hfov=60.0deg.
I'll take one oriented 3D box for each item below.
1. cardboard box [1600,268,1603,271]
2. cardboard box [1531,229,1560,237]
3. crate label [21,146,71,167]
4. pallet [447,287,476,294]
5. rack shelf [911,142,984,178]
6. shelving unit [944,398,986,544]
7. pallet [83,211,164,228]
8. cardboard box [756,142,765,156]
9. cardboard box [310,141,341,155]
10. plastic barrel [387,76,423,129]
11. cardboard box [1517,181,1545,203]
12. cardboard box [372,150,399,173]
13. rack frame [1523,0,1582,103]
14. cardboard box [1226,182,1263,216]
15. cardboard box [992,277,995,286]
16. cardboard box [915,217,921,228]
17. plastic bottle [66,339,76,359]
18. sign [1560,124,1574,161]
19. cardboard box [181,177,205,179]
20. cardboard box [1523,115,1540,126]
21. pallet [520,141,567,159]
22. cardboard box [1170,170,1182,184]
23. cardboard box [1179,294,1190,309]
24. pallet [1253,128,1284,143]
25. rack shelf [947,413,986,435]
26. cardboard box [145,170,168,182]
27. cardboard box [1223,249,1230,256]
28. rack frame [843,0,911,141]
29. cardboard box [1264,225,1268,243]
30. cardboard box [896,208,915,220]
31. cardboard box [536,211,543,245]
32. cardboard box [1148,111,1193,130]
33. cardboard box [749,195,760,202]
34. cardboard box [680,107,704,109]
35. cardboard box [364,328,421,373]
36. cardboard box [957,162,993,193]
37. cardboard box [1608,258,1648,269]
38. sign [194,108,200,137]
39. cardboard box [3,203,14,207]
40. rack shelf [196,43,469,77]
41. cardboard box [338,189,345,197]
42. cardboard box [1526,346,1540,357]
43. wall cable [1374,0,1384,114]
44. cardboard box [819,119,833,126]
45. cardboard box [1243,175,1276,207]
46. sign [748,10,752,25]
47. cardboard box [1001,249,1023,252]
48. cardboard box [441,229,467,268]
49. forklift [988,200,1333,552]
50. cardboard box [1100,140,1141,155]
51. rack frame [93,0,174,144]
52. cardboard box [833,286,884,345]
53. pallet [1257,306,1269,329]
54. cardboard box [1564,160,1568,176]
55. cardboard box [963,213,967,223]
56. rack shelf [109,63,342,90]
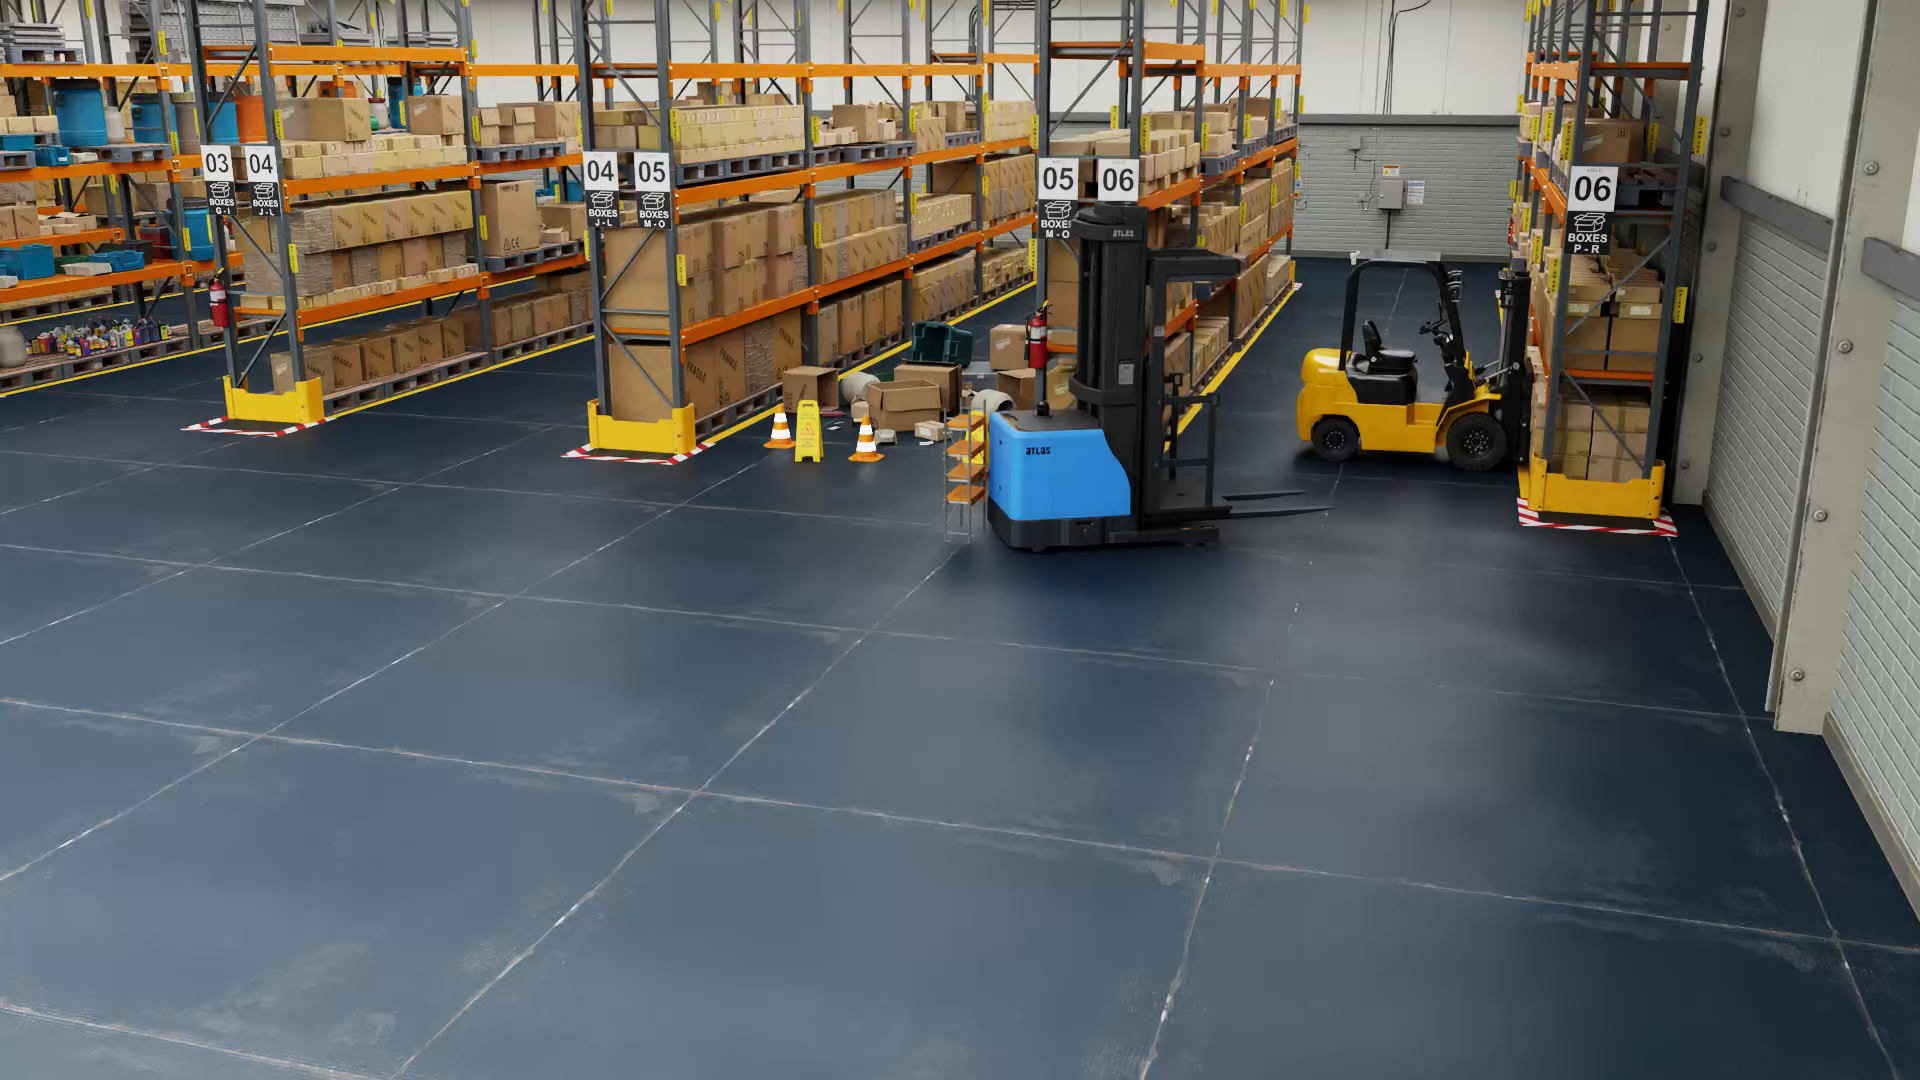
[{"bbox_3d":[7.197,-2.898,18.177,0.380,0.149,0.250,5,17,17],"label":"cardboard box"},{"bbox_3d":[7.927,-4.125,22.502,0.380,0.149,0.250,5,17,18],"label":"cardboard box"},{"bbox_3d":[-12.135,-5.104,22.103,0.502,0.251,0.408,5,16,16],"label":"crate label"},{"bbox_3d":[-9.833,-4.868,31.605,1.003,0.211,1.213,5,16,16],"label":"pallet"},{"bbox_3d":[-0.666,-6.187,26.965,1.077,0.370,4.000,5,16,16],"label":"rack shelf"},{"bbox_3d":[0.047,-0.621,14.818,0.258,1.200,0.503,5,16,16],"label":"shelving unit"},{"bbox_3d":[-15.333,-5.837,30.264,1.213,0.211,1.003,5,16,16],"label":"pallet"},{"bbox_3d":[-2.529,-4.639,19.697,0.380,0.149,0.250,4,16,15],"label":"cardboard box"},{"bbox_3d":[-7.669,-4.703,19.961,0.380,0.149,0.250,5,17,18],"label":"cardboard box"},{"bbox_3d":[-9.912,-7.836,29.774,0.600,0.901,0.708,5,16,16],"label":"plastic barrel"},{"bbox_3d":[9.760,-5.860,28.346,0.500,0.500,0.500,5,17,17],"label":"cardboard box"},{"bbox_3d":[-7.422,-4.763,20.902,0.500,0.250,0.500,5,17,18],"label":"cardboard box"},{"bbox_3d":[10.574,-8.804,29.379,1.000,3.000,0.127,5,16,16],"label":"rack frame"},{"bbox_3d":[4.488,-5.381,26.289,0.500,0.500,0.500,5,17,18],"label":"cardboard box"},{"bbox_3d":[0.434,-4.723,30.438,0.380,0.149,0.250,4,16,15],"label":"cardboard box"},{"bbox_3d":[-0.830,-4.973,26.010,0.380,0.149,0.250,5,17,19],"label":"cardboard box"},{"bbox_3d":[-12.169,-2.618,22.756,0.097,0.271,0.097,0,16,0],"label":"plastic bottle"},{"bbox_3d":[5.510,-3.609,15.081,0.100,0.325,0.005,5,16,16],"label":"sign"},{"bbox_3d":[-14.805,-6.752,32.184,0.700,0.500,0.500,7,17,25],"label":"cardboard box"},{"bbox_3d":[8.811,-6.405,25.378,0.380,0.149,0.250,4,16,15],"label":"cardboard box"},{"bbox_3d":[-6.529,-5.709,24.306,1.213,0.211,1.003,5,16,16],"label":"pallet"},{"bbox_3d":[2.300,-4.110,18.787,0.380,0.149,0.250,5,17,17],"label":"cardboard box"},{"bbox_3d":[2.540,-2.868,19.905,0.380,0.149,0.250,5,17,17],"label":"cardboard box"},{"bbox_3d":[4.919,-6.869,28.216,1.003,0.211,1.213,5,16,16],"label":"pallet"},{"bbox_3d":[0.047,-0.999,14.711,0.258,0.148,0.480,5,16,16],"label":"rack shelf"},{"bbox_3d":[-18.267,-8.042,37.135,0.980,0.700,0.700,4,16,15],"label":"cardboard box"},{"bbox_3d":[3.493,-3.903,22.783,0.380,0.149,0.250,5,17,17],"label":"cardboard box"},{"bbox_3d":[-1.235,-7.453,24.613,1.000,3.000,0.127,5,16,16],"label":"rack frame"},{"bbox_3d":[4.791,-5.046,27.399,0.500,0.250,0.500,4,16,15],"label":"cardboard box"},{"bbox_3d":[-0.916,-5.041,25.705,0.380,0.149,0.250,5,16,16],"label":"cardboard box"},{"bbox_3d":[-6.694,-4.643,24.744,0.797,0.503,0.637,6,17,22],"label":"cardboard box"},{"bbox_3d":[2.715,-5.406,21.484,0.500,0.250,0.500,5,17,17],"label":"cardboard box"},{"bbox_3d":[-4.152,-6.463,31.849,0.500,0.250,0.500,5,17,17],"label":"cardboard box"},{"bbox_3d":[-3.233,-5.009,19.541,0.380,0.149,0.250,5,16,16],"label":"cardboard box"},{"bbox_3d":[-7.507,-2.510,21.993,0.500,0.500,0.500,3,16,11],"label":"cardboard box"},{"bbox_3d":[0.264,-6.384,29.280,0.500,0.500,0.500,5,17,17],"label":"cardboard box"},{"bbox_3d":[7.085,-2.906,17.659,0.380,0.149,0.250,4,16,15],"label":"cardboard box"},{"bbox_3d":[-8.761,-4.802,19.142,0.100,0.325,0.005,5,16,16],"label":"sign"},{"bbox_3d":[-19.214,-6.690,33.343,0.380,0.149,0.250,5,16,16],"label":"cardboard box"},{"bbox_3d":[-7.666,-5.946,20.627,1.077,0.370,4.000,5,16,16],"label":"rack shelf"},{"bbox_3d":[-13.342,-7.483,35.533,0.500,0.500,0.500,5,17,16],"label":"cardboard box"},{"bbox_3d":[6.725,-2.037,18.950,0.500,0.250,0.500,4,16,15],"label":"cardboard box"},{"bbox_3d":[7.880,-10.639,35.848,2.355,3.000,0.029,5,16,16],"label":"wall cable"},{"bbox_3d":[-1.939,-5.779,23.420,0.500,0.311,0.500,4,16,15],"label":"cardboard box"},{"bbox_3d":[5.044,-5.890,28.084,0.500,0.500,0.500,5,17,16],"label":"cardboard box"},{"bbox_3d":[-4.218,-10.527,33.450,0.100,0.325,0.005,5,16,16],"label":"sign"},{"bbox_3d":[1.005,-5.557,32.288,0.380,0.149,0.250,5,17,17],"label":"cardboard box"},{"bbox_3d":[-7.285,-4.009,22.739,0.875,0.500,0.500,5,16,16],"label":"cardboard box"},{"bbox_3d":[1.823,-1.490,14.710,3.031,2.935,1.130,-3,16,-11],"label":"forklift"},{"bbox_3d":[1.620,-3.966,16.818,0.380,0.149,0.250,5,16,16],"label":"cardboard box"},{"bbox_3d":[-11.847,-7.201,23.727,1.000,3.000,0.127,5,16,16],"label":"rack frame"},{"bbox_3d":[-1.739,-3.305,24.337,1.050,0.750,0.750,5,17,17],"label":"cardboard box"},{"bbox_3d":[4.530,-3.706,27.509,1.003,0.211,1.213,5,16,16],"label":"pallet"},{"bbox_3d":[5.971,-3.545,15.840,0.380,0.149,0.250,4,16,14],"label":"cardboard box"},{"bbox_3d":[-0.094,-5.507,28.438,0.380,0.149,0.250,5,17,16],"label":"cardboard box"},{"bbox_3d":[-11.278,-7.186,25.725,1.077,0.370,4.000,5,16,16],"label":"rack shelf"}]
